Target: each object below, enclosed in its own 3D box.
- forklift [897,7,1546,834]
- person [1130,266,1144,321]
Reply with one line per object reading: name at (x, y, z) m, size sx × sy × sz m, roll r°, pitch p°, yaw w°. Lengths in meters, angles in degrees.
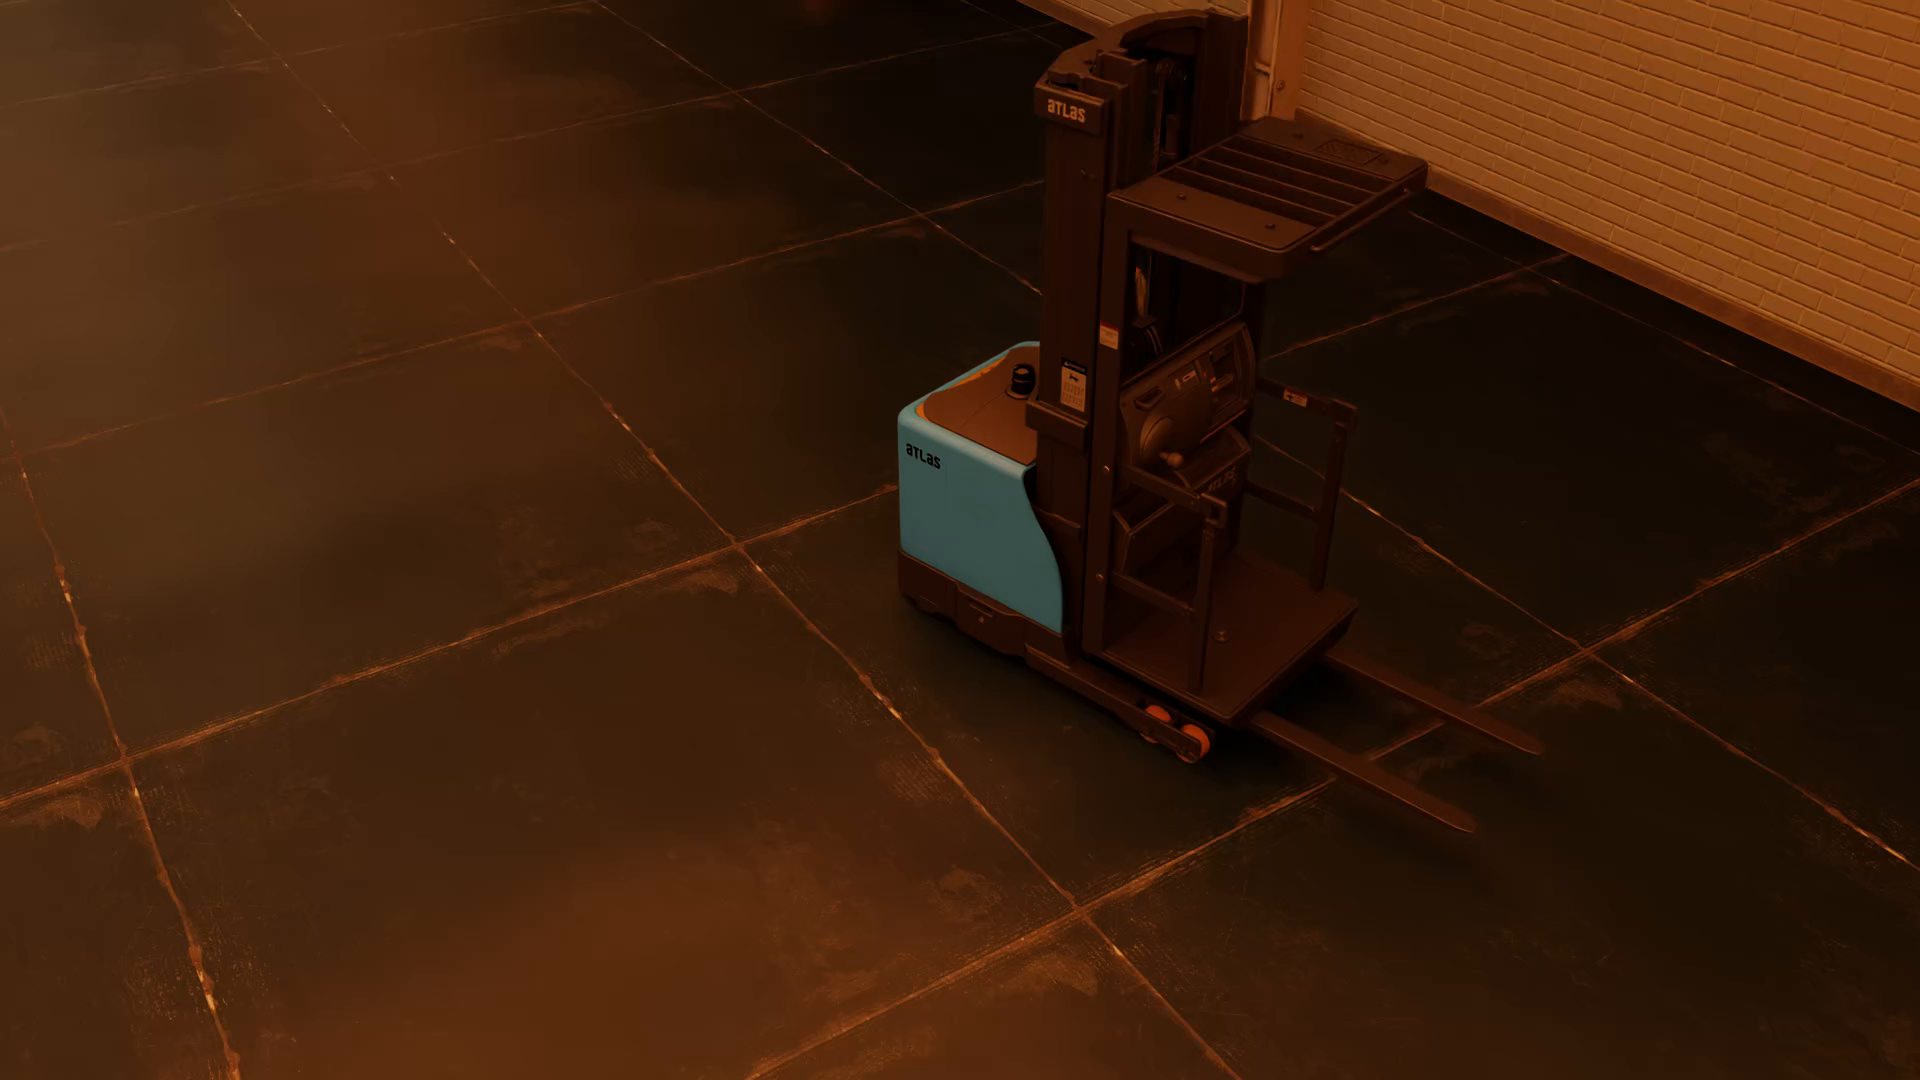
forklift at (1.133, -0.565, 6.952) m, size 3.031 × 2.935 × 1.130 m, roll 27°, pitch 43°, yaw 33°
person at (0.765, -0.925, 8.650) m, size 0.650 × 1.573 × 0.357 m, roll 14°, pitch 37°, yaw 19°
